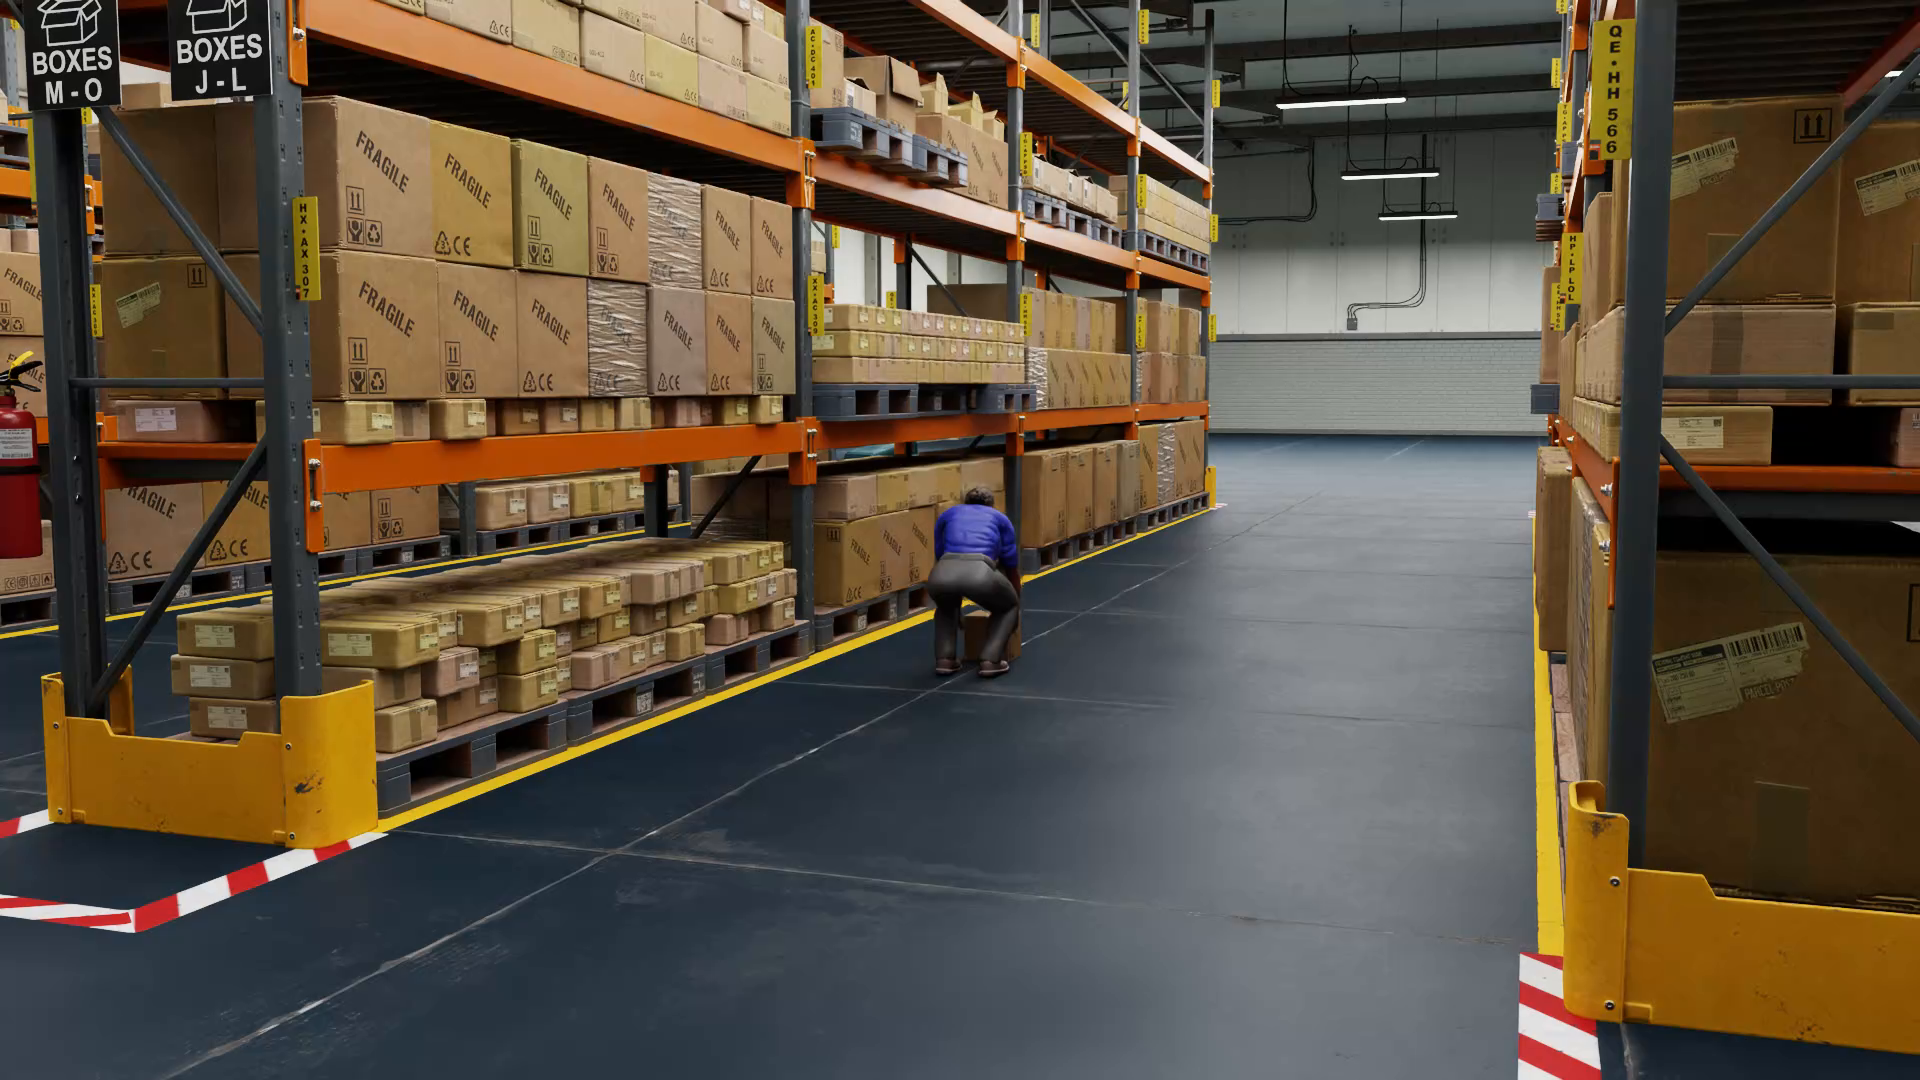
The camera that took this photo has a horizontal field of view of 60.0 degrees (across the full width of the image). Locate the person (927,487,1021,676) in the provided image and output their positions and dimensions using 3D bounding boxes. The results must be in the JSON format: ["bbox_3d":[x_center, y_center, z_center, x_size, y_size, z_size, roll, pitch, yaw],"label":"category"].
[{"bbox_3d":[0.062,0.216,8.782,0.487,0.954,0.789,2,6,16],"label":"person"}]
